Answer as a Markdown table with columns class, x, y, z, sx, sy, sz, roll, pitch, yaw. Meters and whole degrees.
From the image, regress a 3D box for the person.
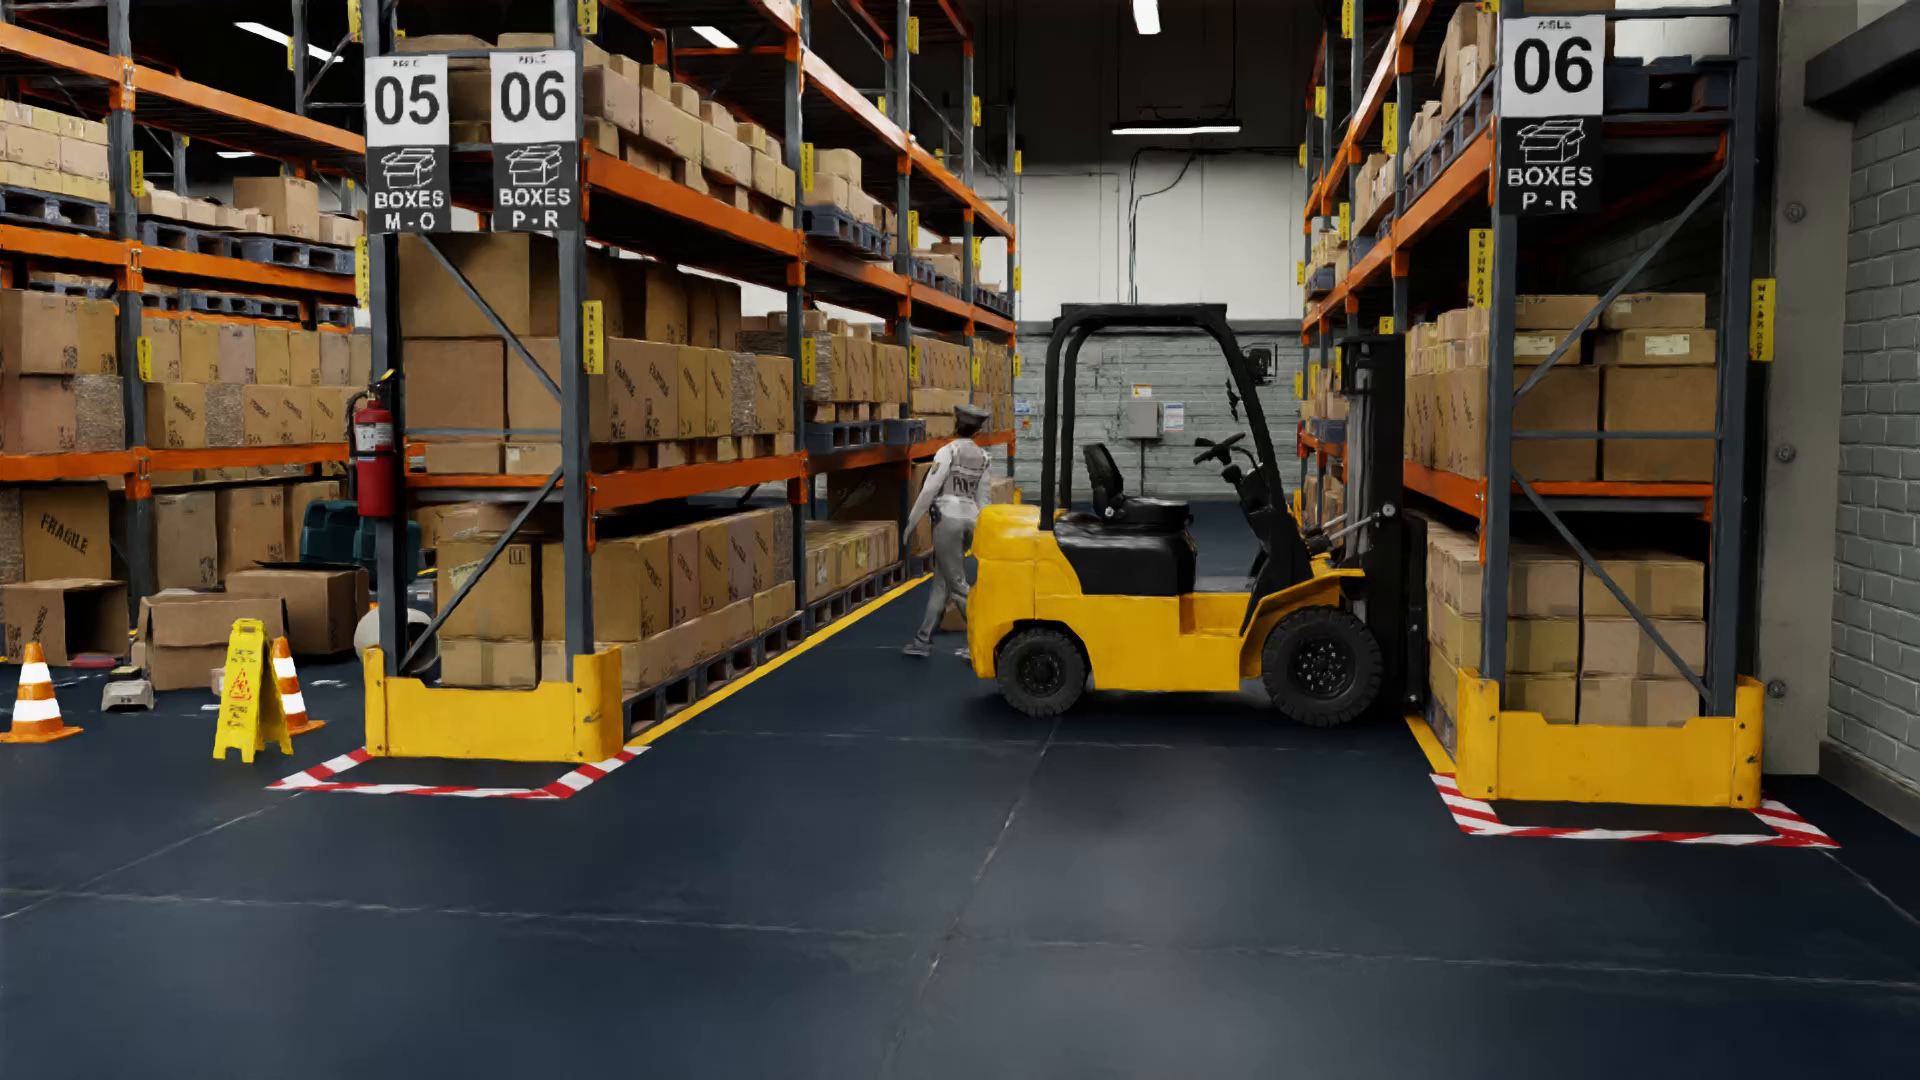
| class | x | y | z | sx | sy | sz | roll | pitch | yaw |
| --- | --- | --- | --- | --- | --- | --- | --- | --- | --- |
| person | -0.045 | -0.059 | 10.742 | 0.671 | 1.639 | 0.516 | 3 | 5 | 32 |
